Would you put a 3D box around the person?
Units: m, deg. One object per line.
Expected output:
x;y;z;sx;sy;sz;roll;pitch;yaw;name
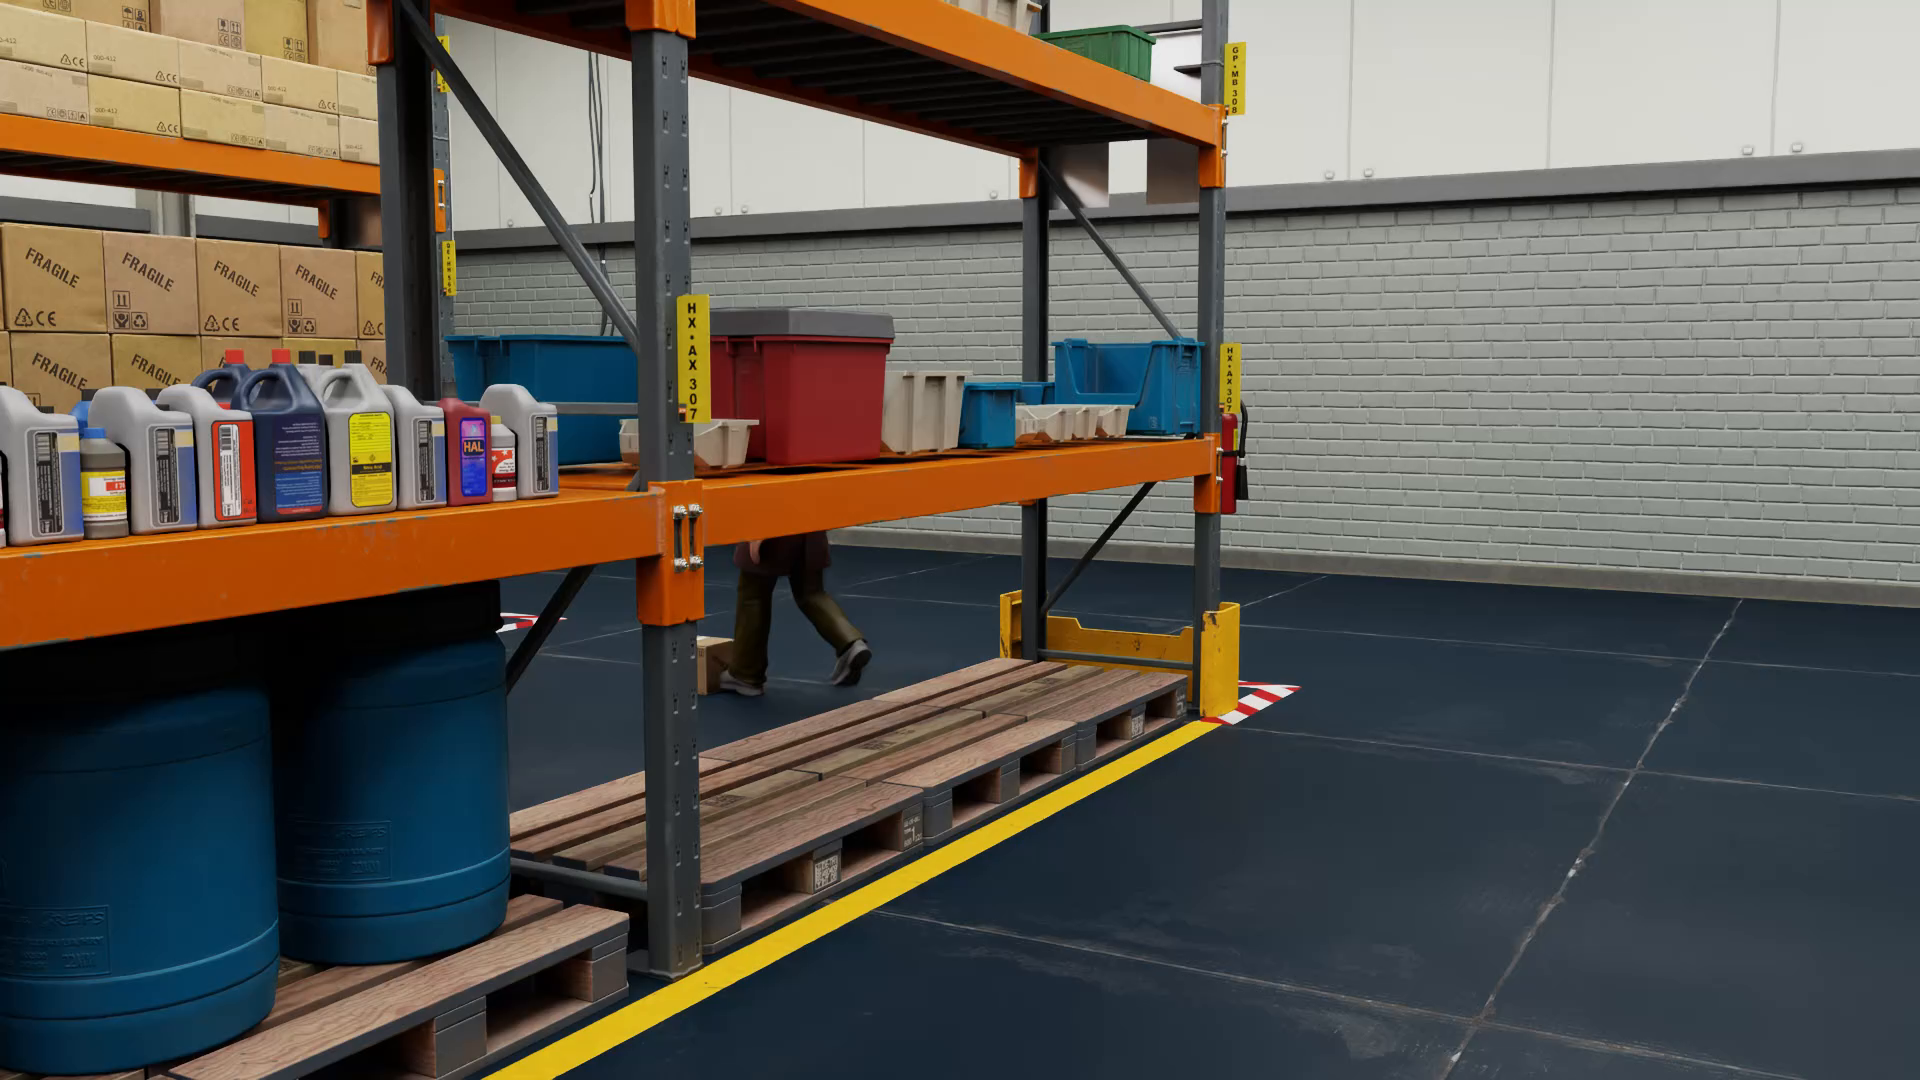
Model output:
-0.854;-0.088;8.159;1.011;1.748;0.576;5;7;40;person
